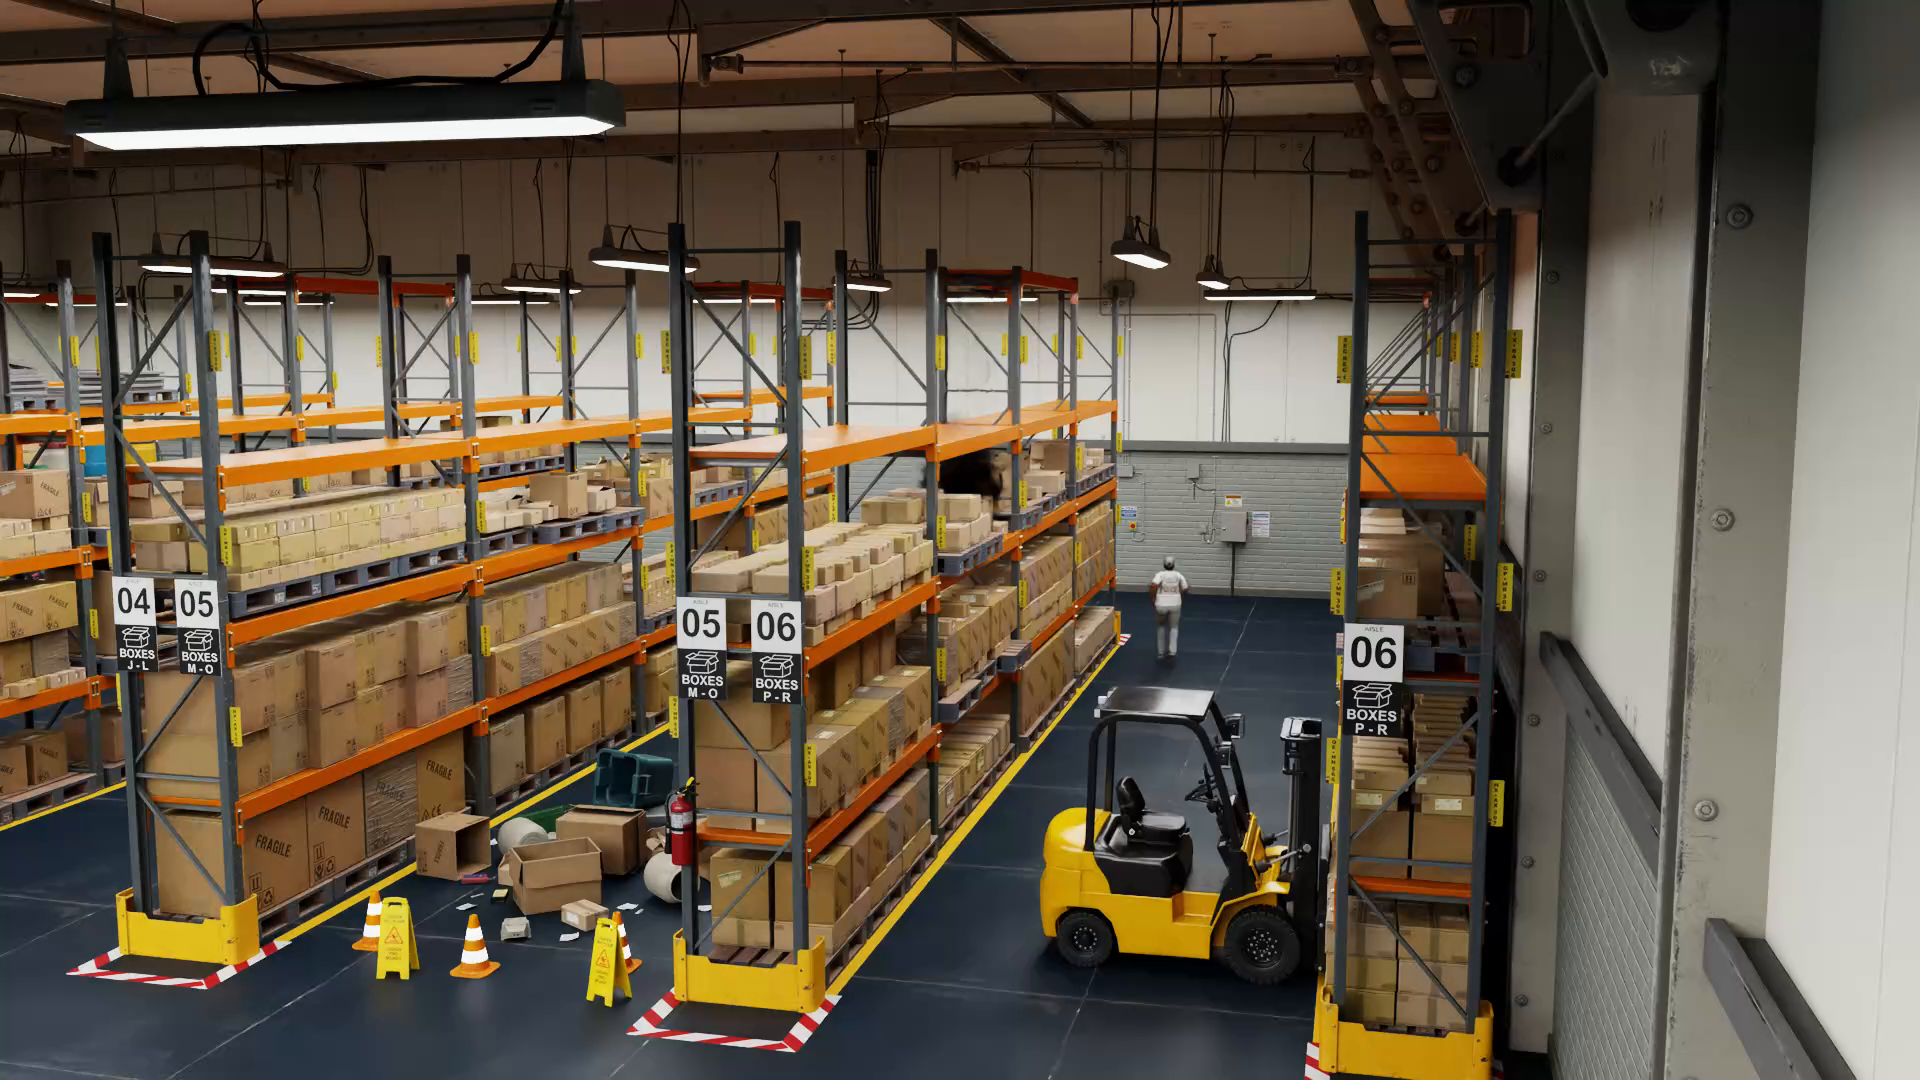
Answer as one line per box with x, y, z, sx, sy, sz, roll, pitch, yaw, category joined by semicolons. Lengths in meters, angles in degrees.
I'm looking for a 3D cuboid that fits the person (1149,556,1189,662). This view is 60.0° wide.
3.317;1.120;26.434;0.631;1.708;0.810;1;7;5;person
